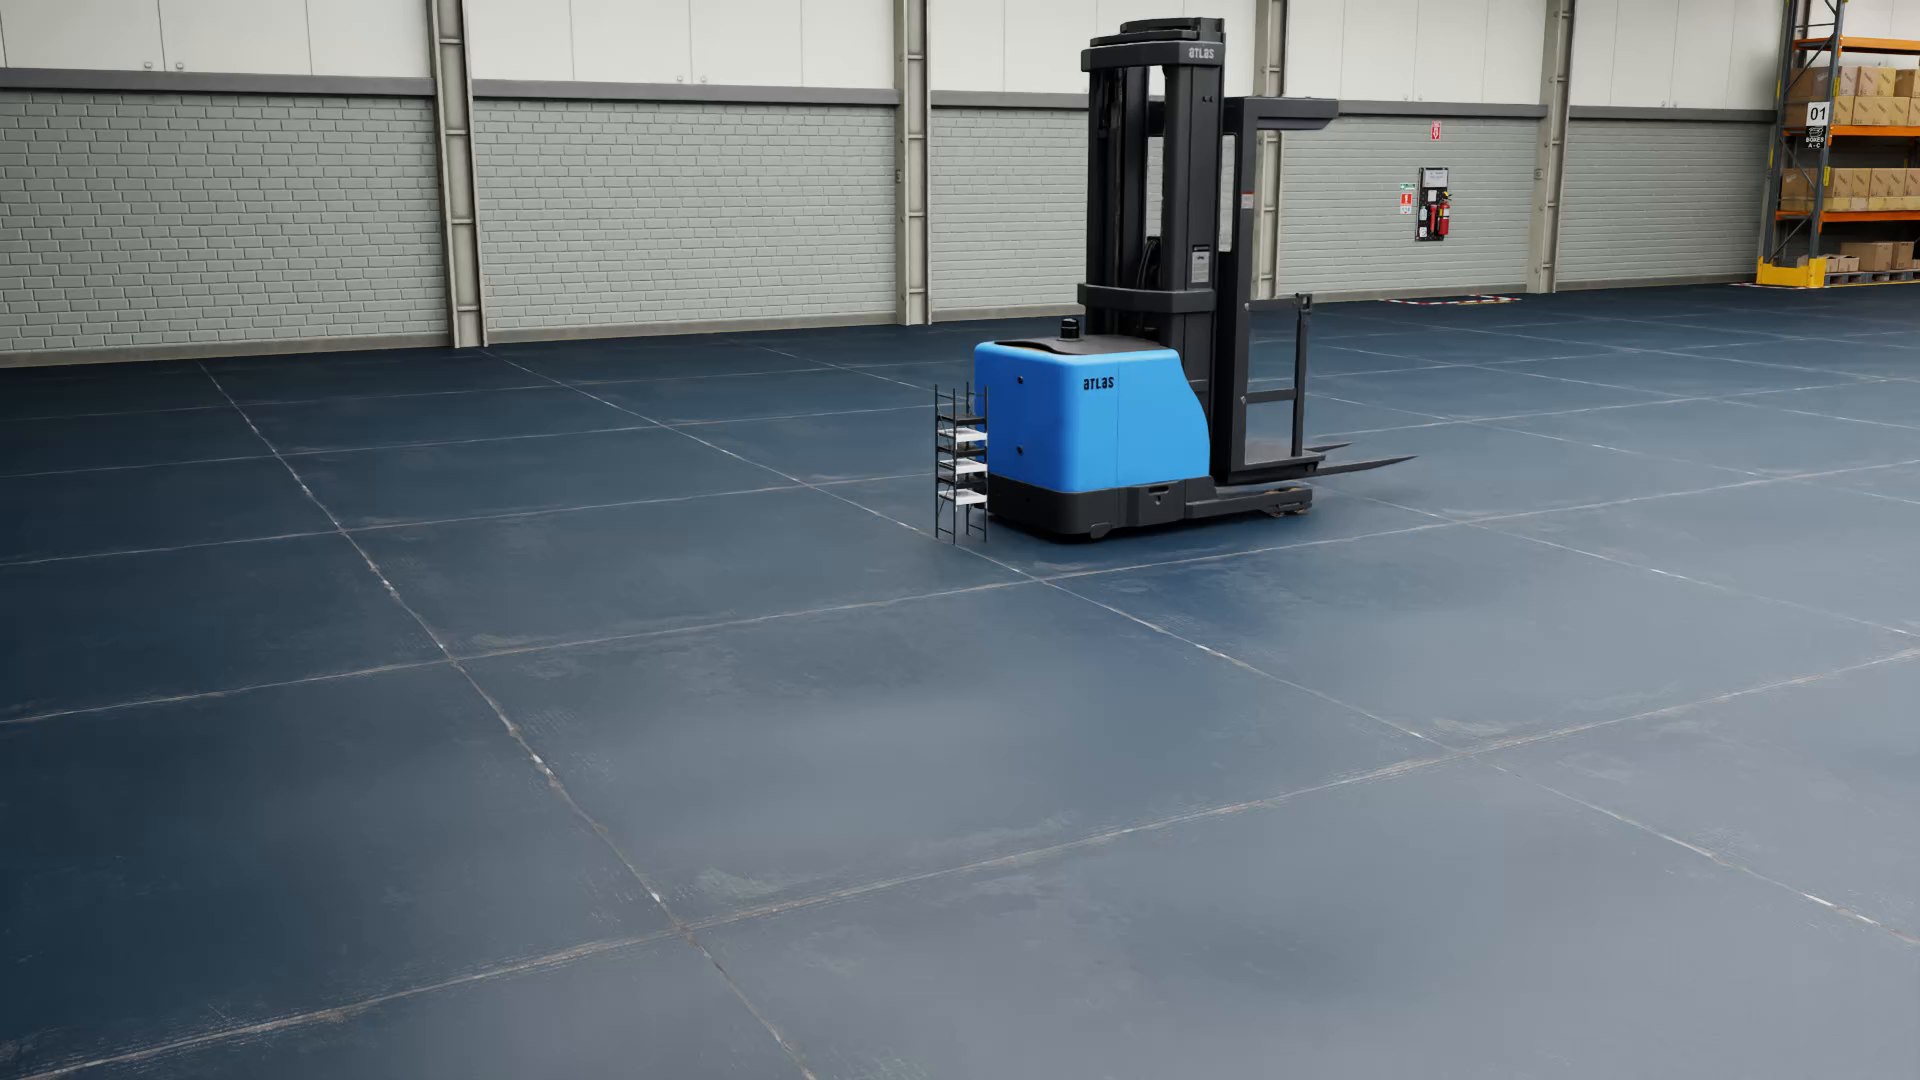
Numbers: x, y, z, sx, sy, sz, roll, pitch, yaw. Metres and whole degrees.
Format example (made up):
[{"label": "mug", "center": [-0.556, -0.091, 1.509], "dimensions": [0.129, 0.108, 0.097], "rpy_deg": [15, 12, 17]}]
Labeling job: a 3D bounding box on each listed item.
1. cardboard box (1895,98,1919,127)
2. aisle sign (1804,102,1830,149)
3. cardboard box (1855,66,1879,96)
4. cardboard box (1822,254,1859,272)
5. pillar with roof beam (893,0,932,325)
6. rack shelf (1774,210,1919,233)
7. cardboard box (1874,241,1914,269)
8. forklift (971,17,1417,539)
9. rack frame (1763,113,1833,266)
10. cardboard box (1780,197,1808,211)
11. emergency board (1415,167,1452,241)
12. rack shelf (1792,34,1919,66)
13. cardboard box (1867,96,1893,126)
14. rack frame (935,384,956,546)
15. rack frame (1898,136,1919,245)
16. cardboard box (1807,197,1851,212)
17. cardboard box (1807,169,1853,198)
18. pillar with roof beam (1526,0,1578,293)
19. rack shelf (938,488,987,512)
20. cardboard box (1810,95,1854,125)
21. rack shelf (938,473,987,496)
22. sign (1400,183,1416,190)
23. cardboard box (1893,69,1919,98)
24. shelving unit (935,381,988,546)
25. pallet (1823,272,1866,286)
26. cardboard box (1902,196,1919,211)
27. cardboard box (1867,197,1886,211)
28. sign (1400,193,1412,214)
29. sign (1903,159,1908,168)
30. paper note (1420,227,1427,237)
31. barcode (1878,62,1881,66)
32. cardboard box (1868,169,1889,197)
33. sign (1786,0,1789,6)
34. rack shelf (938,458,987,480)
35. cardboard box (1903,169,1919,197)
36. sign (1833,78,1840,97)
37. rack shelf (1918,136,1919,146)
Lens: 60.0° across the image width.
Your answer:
[{"label": "cardboard box", "center": [17.234, -7.804, 30.349], "dimensions": [0.500, 0.500, 0.500], "rpy_deg": [-7, 15, -30]}, {"label": "aisle sign", "center": [15.047, -7.281, 29.211], "dimensions": [0.004, 0.787, 0.394], "rpy_deg": [-7, 14, -28]}, {"label": "cardboard box", "center": [15.886, -8.125, 29.498], "dimensions": [0.500, 0.500, 0.500], "rpy_deg": [-7, 14, -29]}, {"label": "cardboard box", "center": [16.117, -5.097, 30.546], "dimensions": [0.500, 0.311, 0.500], "rpy_deg": [-6, 14, -23]}, {"label": "pillar with roof beam", "center": [1.430, -6.522, 18.095], "dimensions": [0.400, 9.000, 9.100], "rpy_deg": [-7, 14, -28]}, {"label": "rack shelf", "center": [16.722, -5.938, 30.801], "dimensions": [4.000, 0.370, 1.077], "rpy_deg": [-7, 14, -28]}, {"label": "cardboard box", "center": [17.586, -5.378, 31.363], "dimensions": [0.500, 0.500, 0.500], "rpy_deg": [-8, 15, -32]}, {"label": "forklift", "center": [1.591, -1.657, 10.296], "dimensions": [3.031, 2.935, 1.130], "rpy_deg": [-8, 15, -31]}, {"label": "rack frame", "center": [14.967, -6.078, 29.787], "dimensions": [0.127, 3.000, 1.000], "rpy_deg": [-7, 14, -28]}, {"label": "cardboard box", "center": [15.284, -6.102, 30.185], "dimensions": [0.500, 0.250, 0.500], "rpy_deg": [-7, 14, -27]}, {"label": "emergency board", "center": [7.713, -5.435, 26.927], "dimensions": [0.643, 1.169, 0.194], "rpy_deg": [-7, 14, -28]}, {"label": "rack shelf", "center": [16.722, -8.863, 30.142], "dimensions": [4.000, 0.370, 1.077], "rpy_deg": [-7, 14, -28]}, {"label": "cardboard box", "center": [16.322, -7.692, 29.853], "dimensions": [0.500, 0.500, 0.500], "rpy_deg": [-6, 14, -25]}, {"label": "rack frame", "center": [-0.082, -0.429, 9.467], "dimensions": [0.006, 0.900, 0.240], "rpy_deg": [-7, 14, -28]}, {"label": "rack frame", "center": [18.478, -6.499, 31.656], "dimensions": [0.127, 3.000, 1.000], "rpy_deg": [-7, 14, -28]}, {"label": "cardboard box", "center": [15.547, -6.005, 29.757], "dimensions": [0.500, 0.250, 0.500], "rpy_deg": [-7, 15, -29]}, {"label": "cardboard box", "center": [15.530, -6.373, 29.684], "dimensions": [0.500, 0.500, 0.500], "rpy_deg": [-7, 14, -28]}, {"label": "pillar with roof beam", "center": [11.963, -7.785, 23.705], "dimensions": [0.400, 9.000, 9.100], "rpy_deg": [-7, 14, -28]}, {"label": "rack shelf", "center": [0.007, -0.232, 9.561], "dimensions": [0.200, 0.077, 0.258], "rpy_deg": [-7, 14, -28]}, {"label": "cardboard box", "center": [15.380, -7.587, 29.386], "dimensions": [0.500, 0.500, 0.500], "rpy_deg": [-6, 14, -26]}, {"label": "rack shelf", "center": [0.007, -0.320, 9.541], "dimensions": [0.200, 0.077, 0.258], "rpy_deg": [-7, 14, -28]}, {"label": "sign", "center": [7.186, -5.671, 26.690], "dimensions": [0.331, 0.109, 0.001], "rpy_deg": [-7, 14, -28]}, {"label": "cardboard box", "center": [17.238, -8.287, 30.220], "dimensions": [0.500, 0.500, 0.500], "rpy_deg": [-7, 15, -30]}, {"label": "shelving unit", "center": [0.007, -0.440, 9.514], "dimensions": [0.210, 0.900, 0.258], "rpy_deg": [-7, 14, -28]}, {"label": "pallet", "center": [15.763, -4.805, 30.478], "dimensions": [1.213, 0.211, 1.003], "rpy_deg": [-7, 14, -28]}, {"label": "cardboard box", "center": [17.332, -6.221, 30.716], "dimensions": [0.500, 0.250, 0.500], "rpy_deg": [-7, 14, -28]}, {"label": "cardboard box", "center": [16.446, -6.115, 30.245], "dimensions": [0.500, 0.250, 0.500], "rpy_deg": [-7, 15, -29]}, {"label": "sign", "center": [7.178, -5.414, 26.753], "dimensions": [0.234, 0.329, 0.001], "rpy_deg": [-7, 14, -28]}, {"label": "sign", "center": [18.208, -7.171, 32.003], "dimensions": [0.005, 0.325, 0.100], "rpy_deg": [-7, 14, -28]}, {"label": "paper note", "center": [7.524, -5.000, 27.000], "dimensions": [0.142, 0.148, 0.016], "rpy_deg": [-7, 14, -28]}, {"label": "barcode", "center": [17.051, -8.826, 30.837], "dimensions": [0.075, 0.075, 0.001], "rpy_deg": [-7, 14, -28]}, {"label": "cardboard box", "center": [16.425, -6.476, 30.143], "dimensions": [0.500, 0.500, 0.500], "rpy_deg": [-7, 15, -30]}, {"label": "sign", "center": [14.719, -9.647, 29.493], "dimensions": [0.005, 0.325, 0.100], "rpy_deg": [-7, 14, -28]}, {"label": "rack shelf", "center": [0.007, -0.407, 9.521], "dimensions": [0.200, 0.077, 0.258], "rpy_deg": [-7, 14, -28]}, {"label": "cardboard box", "center": [17.328, -6.588, 30.638], "dimensions": [0.500, 0.500, 0.500], "rpy_deg": [-7, 15, -29]}, {"label": "sign", "center": [15.227, -7.864, 28.897], "dimensions": [0.005, 0.325, 0.100], "rpy_deg": [-7, 14, -28]}, {"label": "rack shelf", "center": [20.233, -7.822, 32.341], "dimensions": [4.000, 0.370, 1.077], "rpy_deg": [-7, 14, -28]}]
